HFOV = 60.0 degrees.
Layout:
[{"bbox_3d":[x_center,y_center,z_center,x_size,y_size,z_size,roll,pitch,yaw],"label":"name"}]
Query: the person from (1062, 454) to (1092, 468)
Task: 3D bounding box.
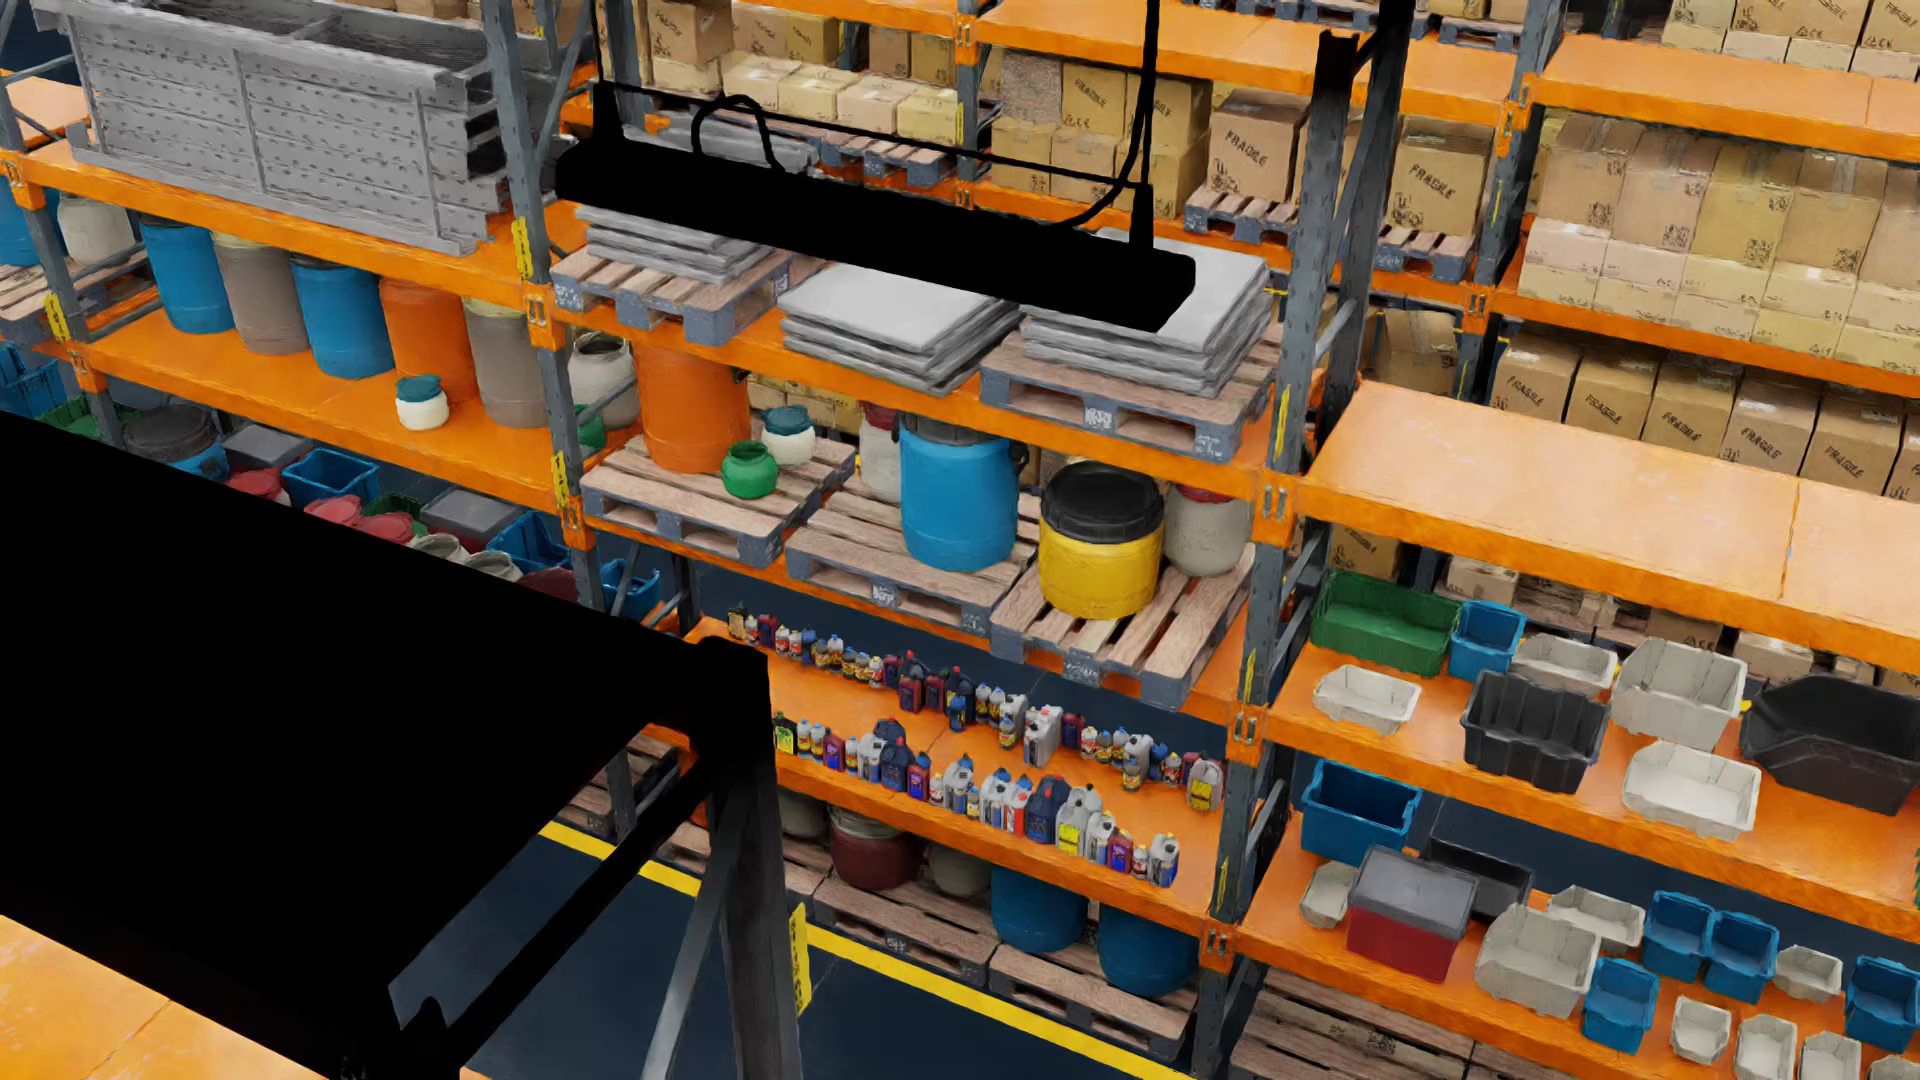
[{"bbox_3d":[0.883,-0.219,12.760,1.098,1.586,0.449,15,38,20],"label":"person"}]
